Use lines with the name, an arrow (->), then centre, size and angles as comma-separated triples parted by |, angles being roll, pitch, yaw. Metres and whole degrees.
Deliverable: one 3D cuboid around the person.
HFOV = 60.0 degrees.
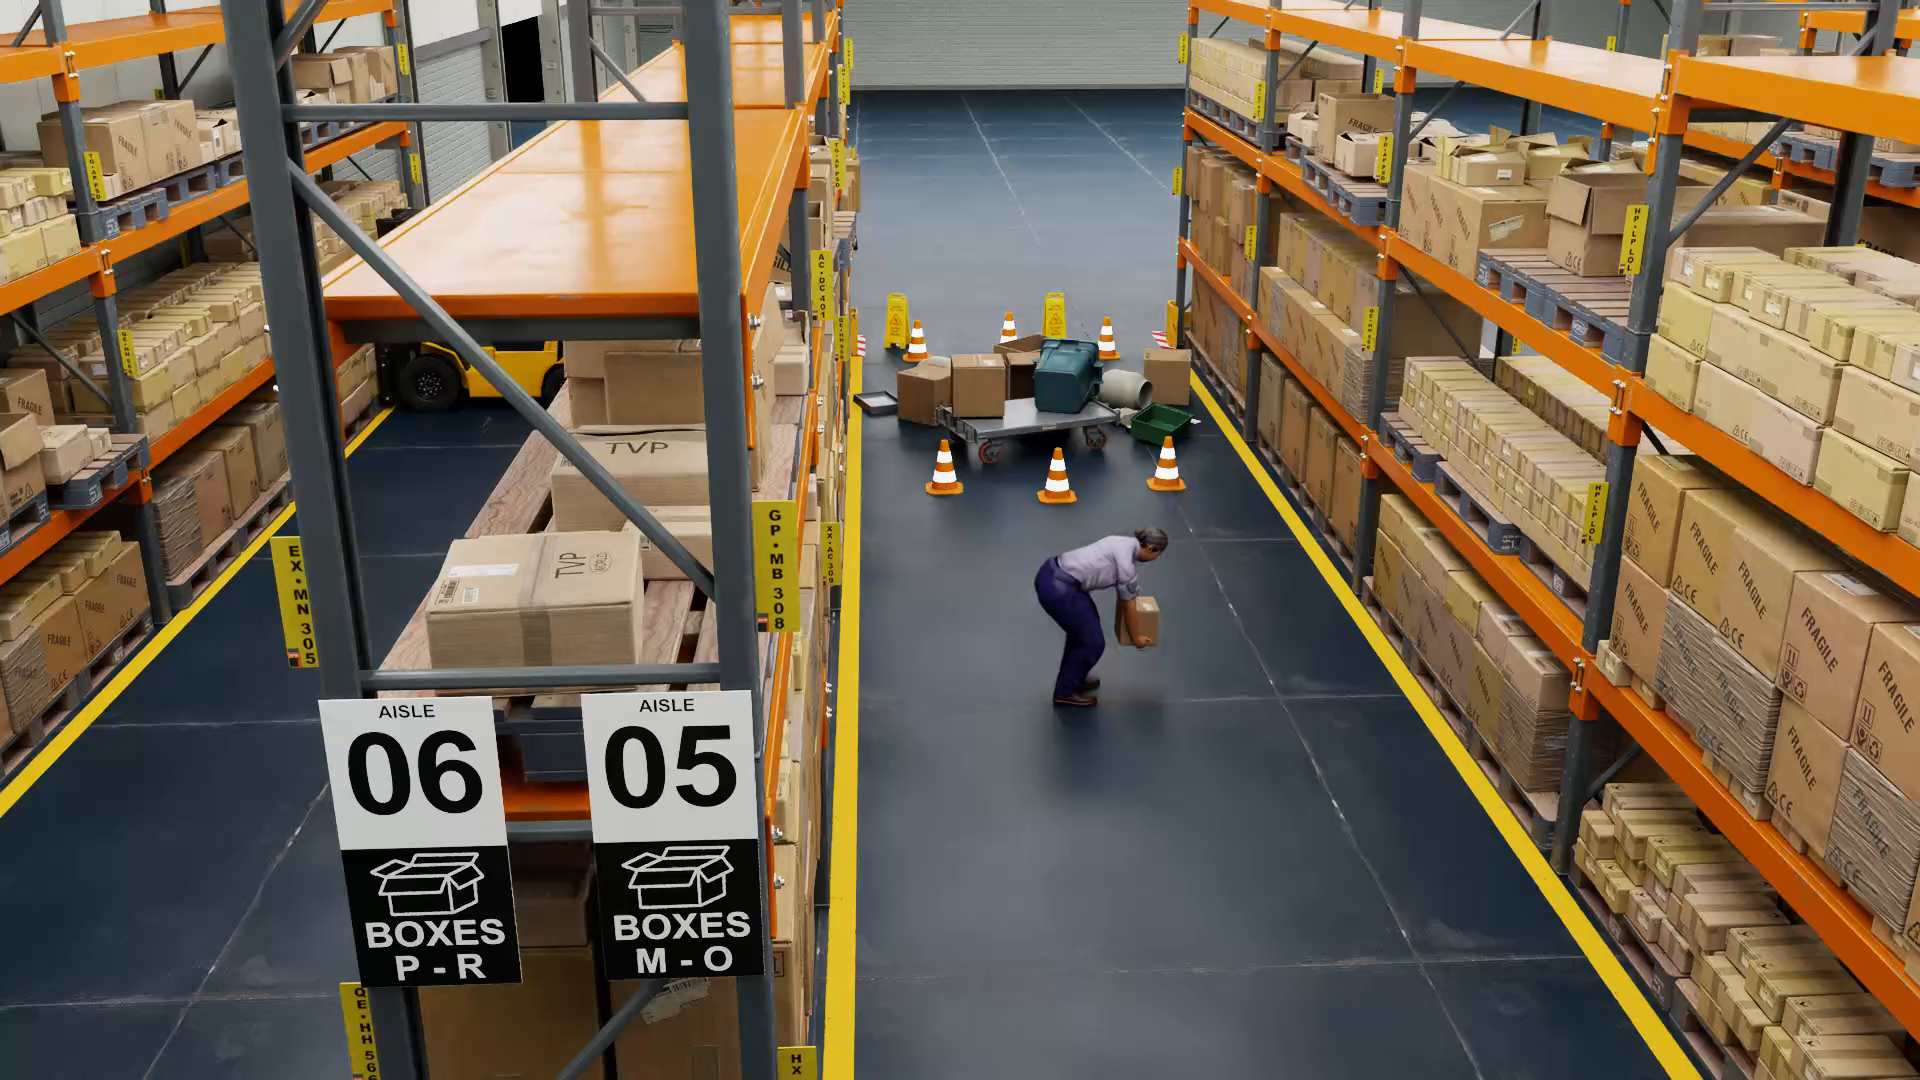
person -> 0.927, 0.488, 10.989 | 0.867, 1.168, 0.476 | -2, 21, -5
